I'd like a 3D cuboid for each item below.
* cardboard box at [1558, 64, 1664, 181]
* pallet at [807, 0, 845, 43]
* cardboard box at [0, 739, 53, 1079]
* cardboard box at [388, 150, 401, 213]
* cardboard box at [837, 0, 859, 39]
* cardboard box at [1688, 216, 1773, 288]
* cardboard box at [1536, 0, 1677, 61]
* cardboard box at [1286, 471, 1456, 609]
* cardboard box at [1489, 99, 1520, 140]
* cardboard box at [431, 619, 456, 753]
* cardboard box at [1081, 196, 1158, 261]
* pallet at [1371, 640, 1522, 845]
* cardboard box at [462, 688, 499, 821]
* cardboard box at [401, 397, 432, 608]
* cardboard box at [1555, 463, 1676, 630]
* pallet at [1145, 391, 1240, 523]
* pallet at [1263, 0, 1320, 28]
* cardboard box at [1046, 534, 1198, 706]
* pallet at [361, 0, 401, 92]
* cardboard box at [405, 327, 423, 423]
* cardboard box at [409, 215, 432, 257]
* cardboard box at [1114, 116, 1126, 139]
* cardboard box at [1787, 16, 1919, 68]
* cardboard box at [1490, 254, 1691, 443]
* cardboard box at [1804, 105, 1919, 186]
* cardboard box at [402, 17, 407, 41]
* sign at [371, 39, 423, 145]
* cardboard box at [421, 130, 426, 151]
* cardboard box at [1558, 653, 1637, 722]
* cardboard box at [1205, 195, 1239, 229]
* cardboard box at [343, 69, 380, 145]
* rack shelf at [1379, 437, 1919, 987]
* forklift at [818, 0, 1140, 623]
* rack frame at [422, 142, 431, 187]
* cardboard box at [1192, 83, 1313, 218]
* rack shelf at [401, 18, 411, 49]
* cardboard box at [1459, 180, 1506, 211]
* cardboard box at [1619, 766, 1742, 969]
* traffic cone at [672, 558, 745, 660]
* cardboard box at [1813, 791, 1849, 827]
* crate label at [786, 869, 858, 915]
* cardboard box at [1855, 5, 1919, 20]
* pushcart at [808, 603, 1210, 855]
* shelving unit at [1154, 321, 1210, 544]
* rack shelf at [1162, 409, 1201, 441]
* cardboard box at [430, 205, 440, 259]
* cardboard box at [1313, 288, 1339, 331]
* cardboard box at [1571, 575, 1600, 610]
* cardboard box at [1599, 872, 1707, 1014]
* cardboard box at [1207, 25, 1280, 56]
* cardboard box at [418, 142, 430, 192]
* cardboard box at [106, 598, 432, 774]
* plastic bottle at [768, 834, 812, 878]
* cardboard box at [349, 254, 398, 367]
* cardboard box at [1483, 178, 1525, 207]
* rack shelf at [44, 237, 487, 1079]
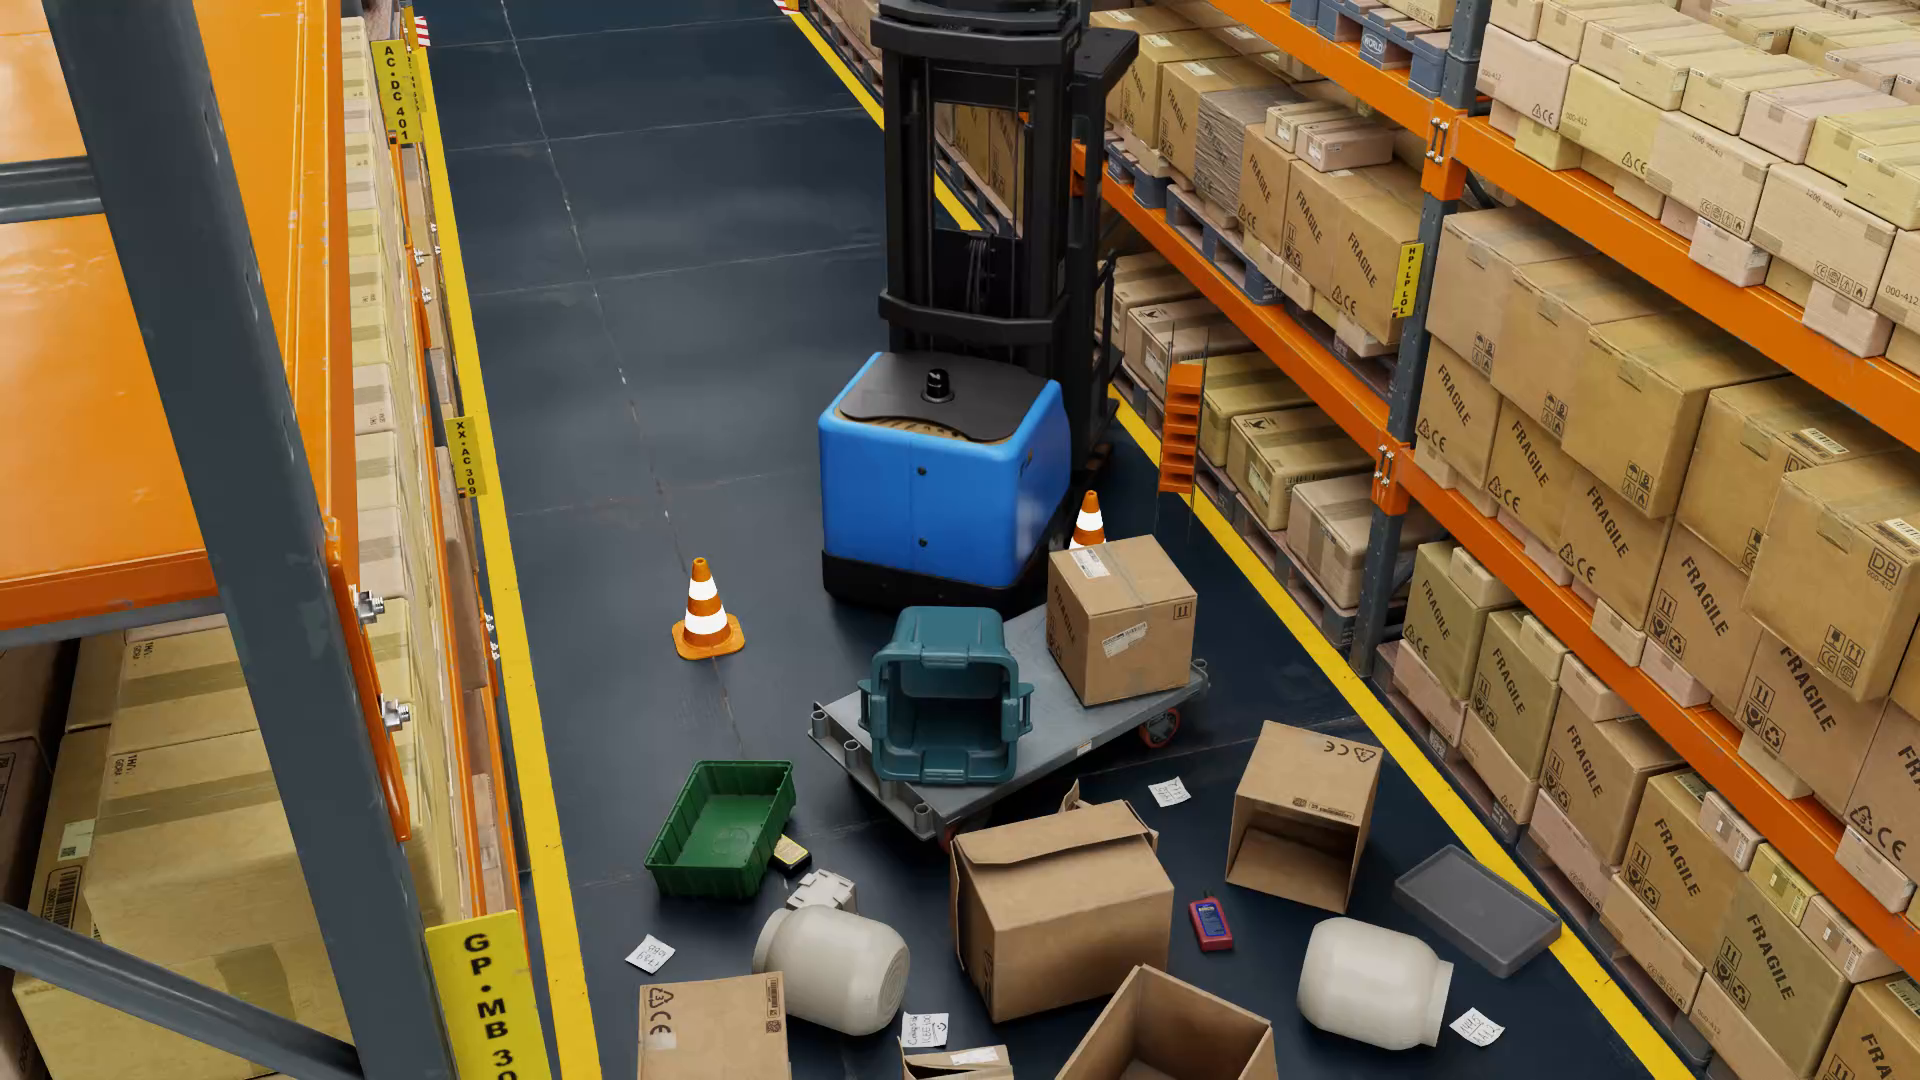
[{"bbox_3d":[2.433,-1.458,5.700,0.500,0.250,0.500,-10,35,-15],"label":"cardboard box"},{"bbox_3d":[-0.949,-5.421,17.083,1.003,0.211,1.213,-10,35,-15],"label":"pallet"},{"bbox_3d":[-1.486,0.554,2.183,0.500,0.250,0.500,-10,35,-14],"label":"cardboard box"},{"bbox_3d":[-1.875,-1.032,4.946,0.380,0.149,0.250,-10,35,-15],"label":"cardboard box"},{"bbox_3d":[-0.684,-5.289,16.296,0.875,0.438,0.875,-9,35,-13],"label":"cardboard box"},{"bbox_3d":[2.564,-0.941,5.280,0.380,0.149,0.250,-11,35,-16],"label":"cardboard box"},{"bbox_3d":[2.285,-1.819,5.885,0.380,0.149,0.250,-9,35,-13],"label":"cardboard box"},{"bbox_3d":[2.231,-0.045,8.419,0.950,0.372,0.625,-10,35,-14],"label":"cardboard box"},{"bbox_3d":[2.253,-1.631,6.324,0.380,0.149,0.250,-11,35,-15],"label":"cardboard box"},{"bbox_3d":[-1.102,0.299,2.932,0.380,0.149,0.250,-10,35,-14],"label":"cardboard box"},{"bbox_3d":[1.041,-2.457,11.613,0.875,0.875,0.875,-10,35,-15],"label":"cardboard box"},{"bbox_3d":[2.632,0.819,7.639,1.003,0.211,1.213,-10,35,-15],"label":"pallet"},{"bbox_3d":[-1.977,0.608,5.292,0.875,0.550,0.550,-10,35,-15],"label":"cardboard box"},{"bbox_3d":[-1.284,-0.063,3.118,0.500,0.250,0.500,-10,35,-15],"label":"cardboard box"},{"bbox_3d":[2.578,-0.054,6.069,0.500,0.500,0.500,-10,35,-15],"label":"cardboard box"},{"bbox_3d":[1.778,-0.578,9.753,1.003,0.211,1.213,-10,35,-15],"label":"pallet"},{"bbox_3d":[1.987,-2.750,7.960,1.213,0.211,1.003,-10,35,-15],"label":"pallet"},{"bbox_3d":[0.707,0.351,7.398,0.500,0.500,0.500,-10,35,-15],"label":"cardboard box"},{"bbox_3d":[-2.920,-2.163,7.072,1.003,0.211,1.213,-8,34,-13],"label":"pallet"},{"bbox_3d":[-1.485,-0.363,3.934,0.380,0.149,0.250,-10,35,-15],"label":"cardboard box"},{"bbox_3d":[-2.814,-1.232,8.122,0.500,0.500,0.500,-11,35,-16],"label":"cardboard box"},{"bbox_3d":[1.149,-2.506,9.988,0.380,0.149,0.250,-12,35,-18],"label":"cardboard box"},{"bbox_3d":[3.048,-1.651,5.632,0.380,0.149,0.250,-9,35,-13],"label":"cardboard box"},{"bbox_3d":[2.456,-0.735,6.193,0.700,0.500,0.500,-10,35,-14],"label":"cardboard box"},{"bbox_3d":[2.731,-1.148,4.870,0.380,0.149,0.250,-9,35,-14],"label":"cardboard box"},{"bbox_3d":[-5.172,-4.570,14.930,0.380,0.149,0.250,-9,34,-13],"label":"cardboard box"},{"bbox_3d":[-1.762,-1.400,5.206,0.100,0.325,0.005,-10,35,-15],"label":"sign"},{"bbox_3d":[-4.536,-3.237,13.452,0.380,0.149,0.250,-12,35,-17],"label":"cardboard box"},{"bbox_3d":[2.540,0.539,6.378,0.380,0.149,0.250,-8,34,-12],"label":"cardboard box"},{"bbox_3d":[1.542,-1.803,8.924,0.380,0.149,0.250,-9,34,-13],"label":"cardboard box"},{"bbox_3d":[-1.722,-1.099,4.324,0.380,0.149,0.250,-10,35,-15],"label":"cardboard box"},{"bbox_3d":[3.003,0.659,6.004,1.077,0.370,4.000,-10,35,-15],"label":"rack shelf"},{"bbox_3d":[0.262,-1.590,8.817,1.130,2.935,3.031,11,35,16],"label":"forklift"},{"bbox_3d":[-4.731,-4.006,12.411,1.000,3.000,0.127,-10,35,-15],"label":"rack frame"},{"bbox_3d":[1.569,-2.043,8.699,0.500,0.500,0.500,-11,35,-17],"label":"cardboard box"},{"bbox_3d":[-5.341,-4.756,14.198,1.077,0.370,4.000,-10,35,-15],"label":"rack shelf"},{"bbox_3d":[2.523,-1.327,7.615,0.500,0.500,0.500,-9,35,-14],"label":"cardboard box"},{"bbox_3d":[2.811,1.152,6.039,0.500,0.500,0.500,-11,35,-16],"label":"cardboard box"},{"bbox_3d":[-1.261,0.295,8.204,0.336,0.463,0.334,-10,35,-15],"label":"traffic cone"},{"bbox_3d":[3.003,0.813,5.347,0.380,0.149,0.250,-10,35,-14],"label":"cardboard box"},{"bbox_3d":[-0.560,1.470,6.720,0.250,0.136,0.298,19,38,26],"label":"crate label"},{"bbox_3d":[5.993,-3.318,10.691,0.380,0.149,0.250,-10,35,-14],"label":"cardboard box"},{"bbox_3d":[0.237,0.812,7.498,1.648,0.377,0.936,-23,40,-31],"label":"pushcart"},{"bbox_3d":[1.173,-0.556,8.823,0.189,1.200,0.258,7,34,10],"label":"shelving unit"},{"bbox_3d":[1.173,-0.619,8.781,0.180,0.103,0.258,7,34,10],"label":"rack shelf"},{"bbox_3d":[-3.956,-2.253,11.644,0.500,0.500,0.500,-11,35,-16],"label":"cardboard box"},{"bbox_3d":[1.909,-1.127,7.901,0.380,0.149,0.250,-11,35,-16],"label":"cardboard box"},{"bbox_3d":[2.574,0.162,6.332,0.380,0.149,0.250,-10,35,-15],"label":"cardboard box"},{"bbox_3d":[2.795,1.455,6.261,0.500,0.250,0.500,-11,35,-16],"label":"cardboard box"},{"bbox_3d":[1.744,-2.671,9.649,0.500,0.500,0.500,-11,35,-15],"label":"cardboard box"},{"bbox_3d":[-3.944,-2.555,11.422,0.500,0.250,0.500,-12,35,-17],"label":"cardboard box"},{"bbox_3d":[-0.944,0.238,2.301,0.380,0.149,0.250,-10,35,-14],"label":"cardboard box"},{"bbox_3d":[-0.769,1.311,7.029,0.283,0.061,0.133,27,42,34],"label":"plastic bottle"},{"bbox_3d":[-1.334,-0.433,3.315,0.380,0.149,0.250,-10,35,-14],"label":"cardboard box"},{"bbox_3d":[2.586,-1.609,7.454,0.380,0.149,0.250,-10,35,-15],"label":"cardboard box"},{"bbox_3d":[-1.680,0.293,3.837,1.077,0.370,4.000,-10,35,-15],"label":"rack shelf"}]
